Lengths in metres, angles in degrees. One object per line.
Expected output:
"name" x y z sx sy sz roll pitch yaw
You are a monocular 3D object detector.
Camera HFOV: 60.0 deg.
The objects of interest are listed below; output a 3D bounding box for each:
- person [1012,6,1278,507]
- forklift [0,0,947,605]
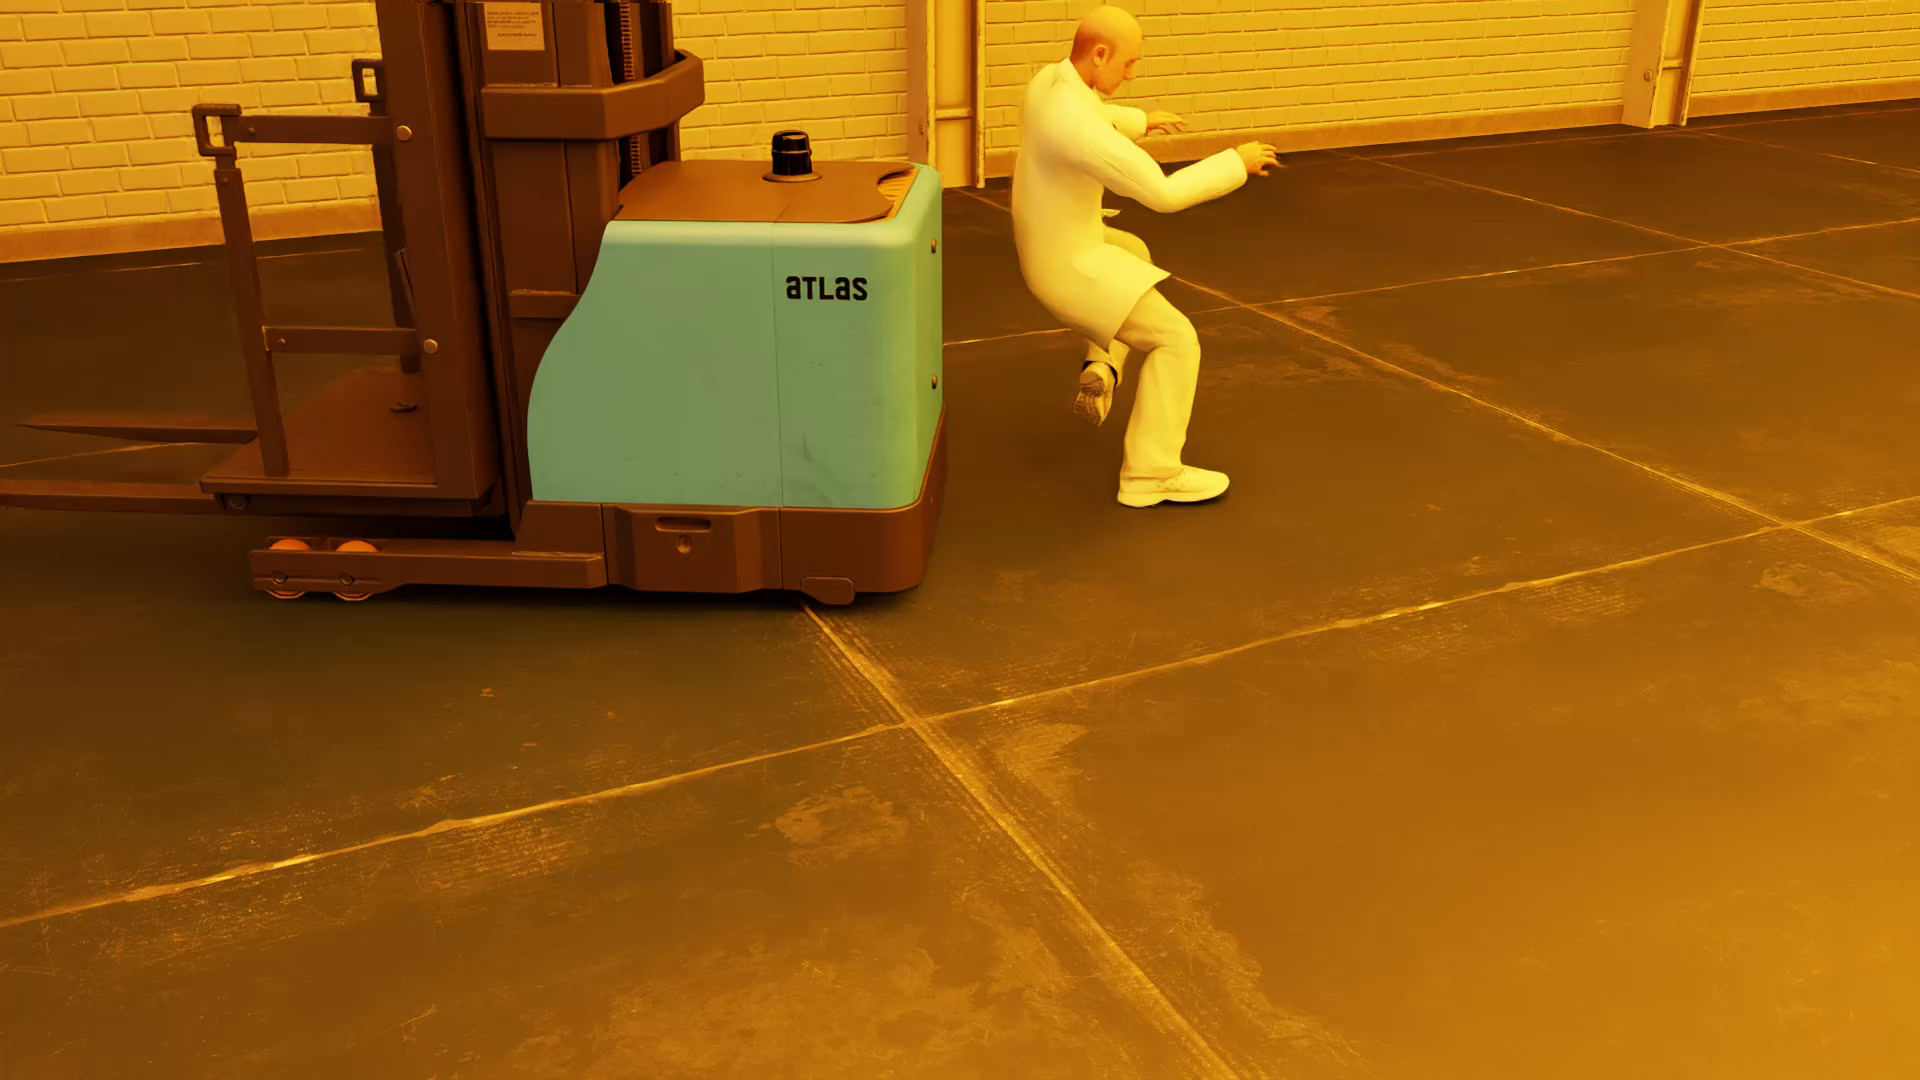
"person" 0.588 -0.985 5.499 0.820 1.513 0.957 -3 23 -8
"forklift" -1.585 -1.381 4.610 3.031 2.935 1.130 2 23 4
